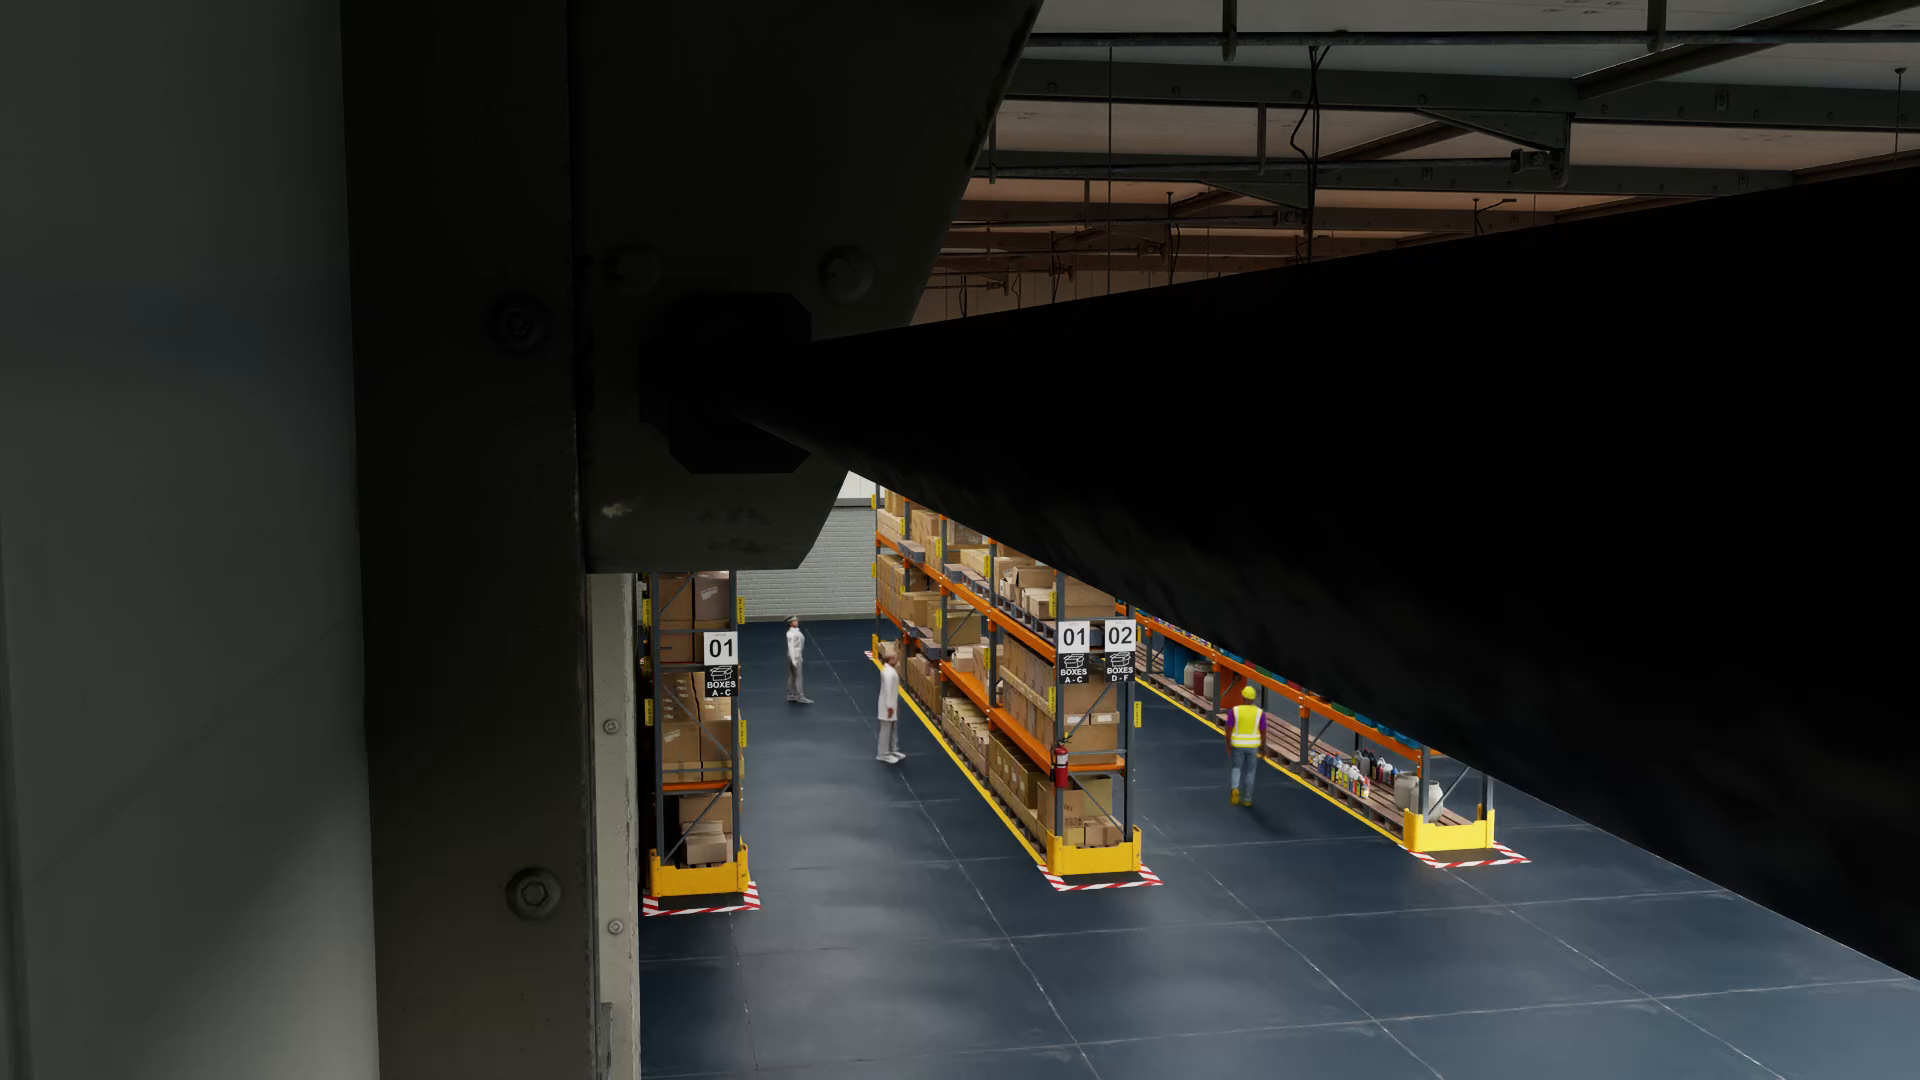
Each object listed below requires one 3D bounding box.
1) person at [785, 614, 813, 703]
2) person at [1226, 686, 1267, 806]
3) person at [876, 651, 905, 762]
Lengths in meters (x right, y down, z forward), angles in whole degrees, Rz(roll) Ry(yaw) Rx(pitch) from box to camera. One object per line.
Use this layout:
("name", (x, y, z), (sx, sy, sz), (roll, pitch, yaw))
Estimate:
("person", (-3.069, 2.242, 31.699), (0.551, 1.688, 0.502), (0, 6, 0))
("person", (4.131, 2.982, 23.994), (0.575, 1.757, 0.602), (2, 6, 22))
("person", (-1.127, 2.679, 26.923), (0.460, 1.799, 0.597), (0, 6, -3))
